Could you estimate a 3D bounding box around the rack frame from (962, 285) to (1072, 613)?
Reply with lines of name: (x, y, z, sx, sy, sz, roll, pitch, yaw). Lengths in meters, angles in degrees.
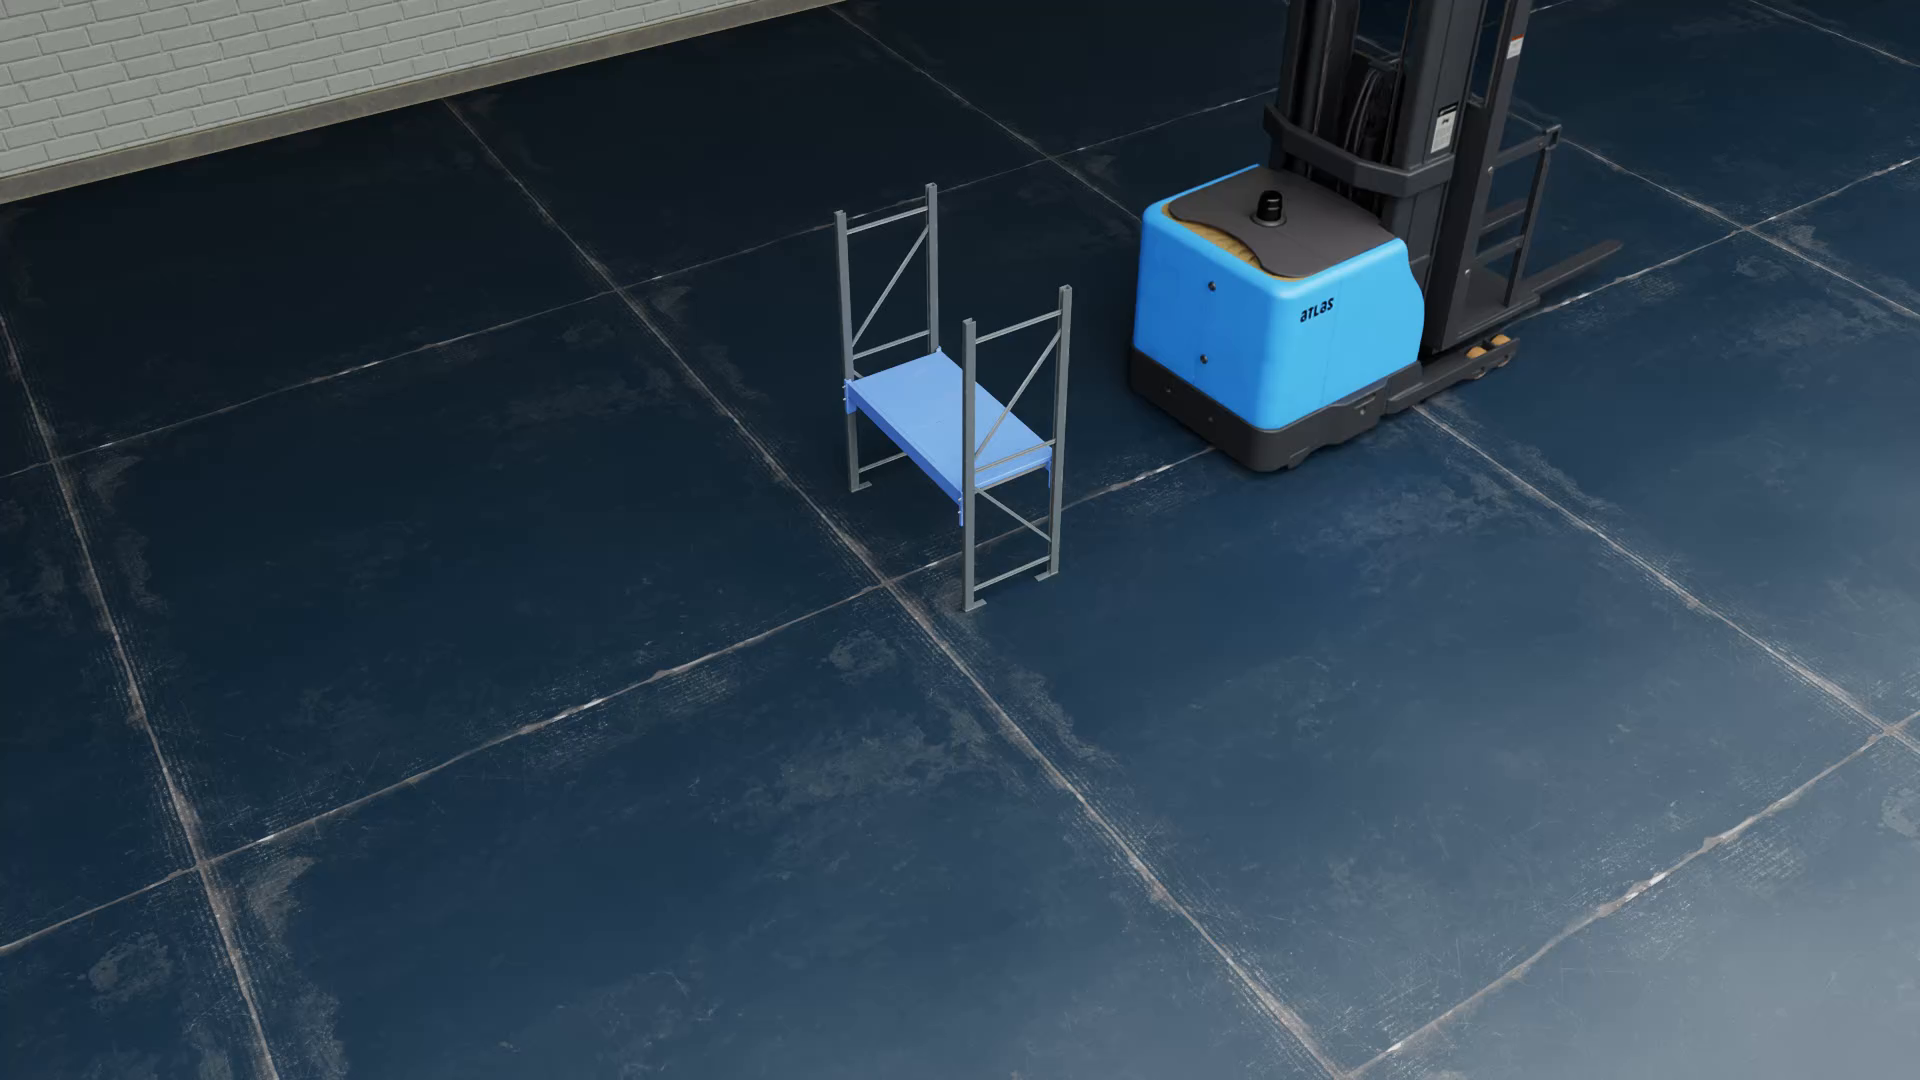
rack frame: (0.227, -0.348, 6.996, 0.500, 1.500, 0.032, -22, 45, -24)

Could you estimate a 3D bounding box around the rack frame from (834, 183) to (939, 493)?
rack frame: (-0.319, -0.897, 7.654, 0.500, 1.500, 0.032, -22, 45, -24)

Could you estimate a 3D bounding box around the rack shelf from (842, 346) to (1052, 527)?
rack shelf: (-0.046, -0.484, 7.440, 0.538, 0.185, 1.000, -22, 45, -24)

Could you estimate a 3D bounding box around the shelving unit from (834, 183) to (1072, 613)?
shelving unit: (-0.046, -0.622, 7.325, 0.538, 1.500, 1.048, -22, 45, -24)

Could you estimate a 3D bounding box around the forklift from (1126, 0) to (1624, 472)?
forklift: (2.348, -2.222, 8.127, 3.031, 2.935, 1.130, -26, 46, -27)
